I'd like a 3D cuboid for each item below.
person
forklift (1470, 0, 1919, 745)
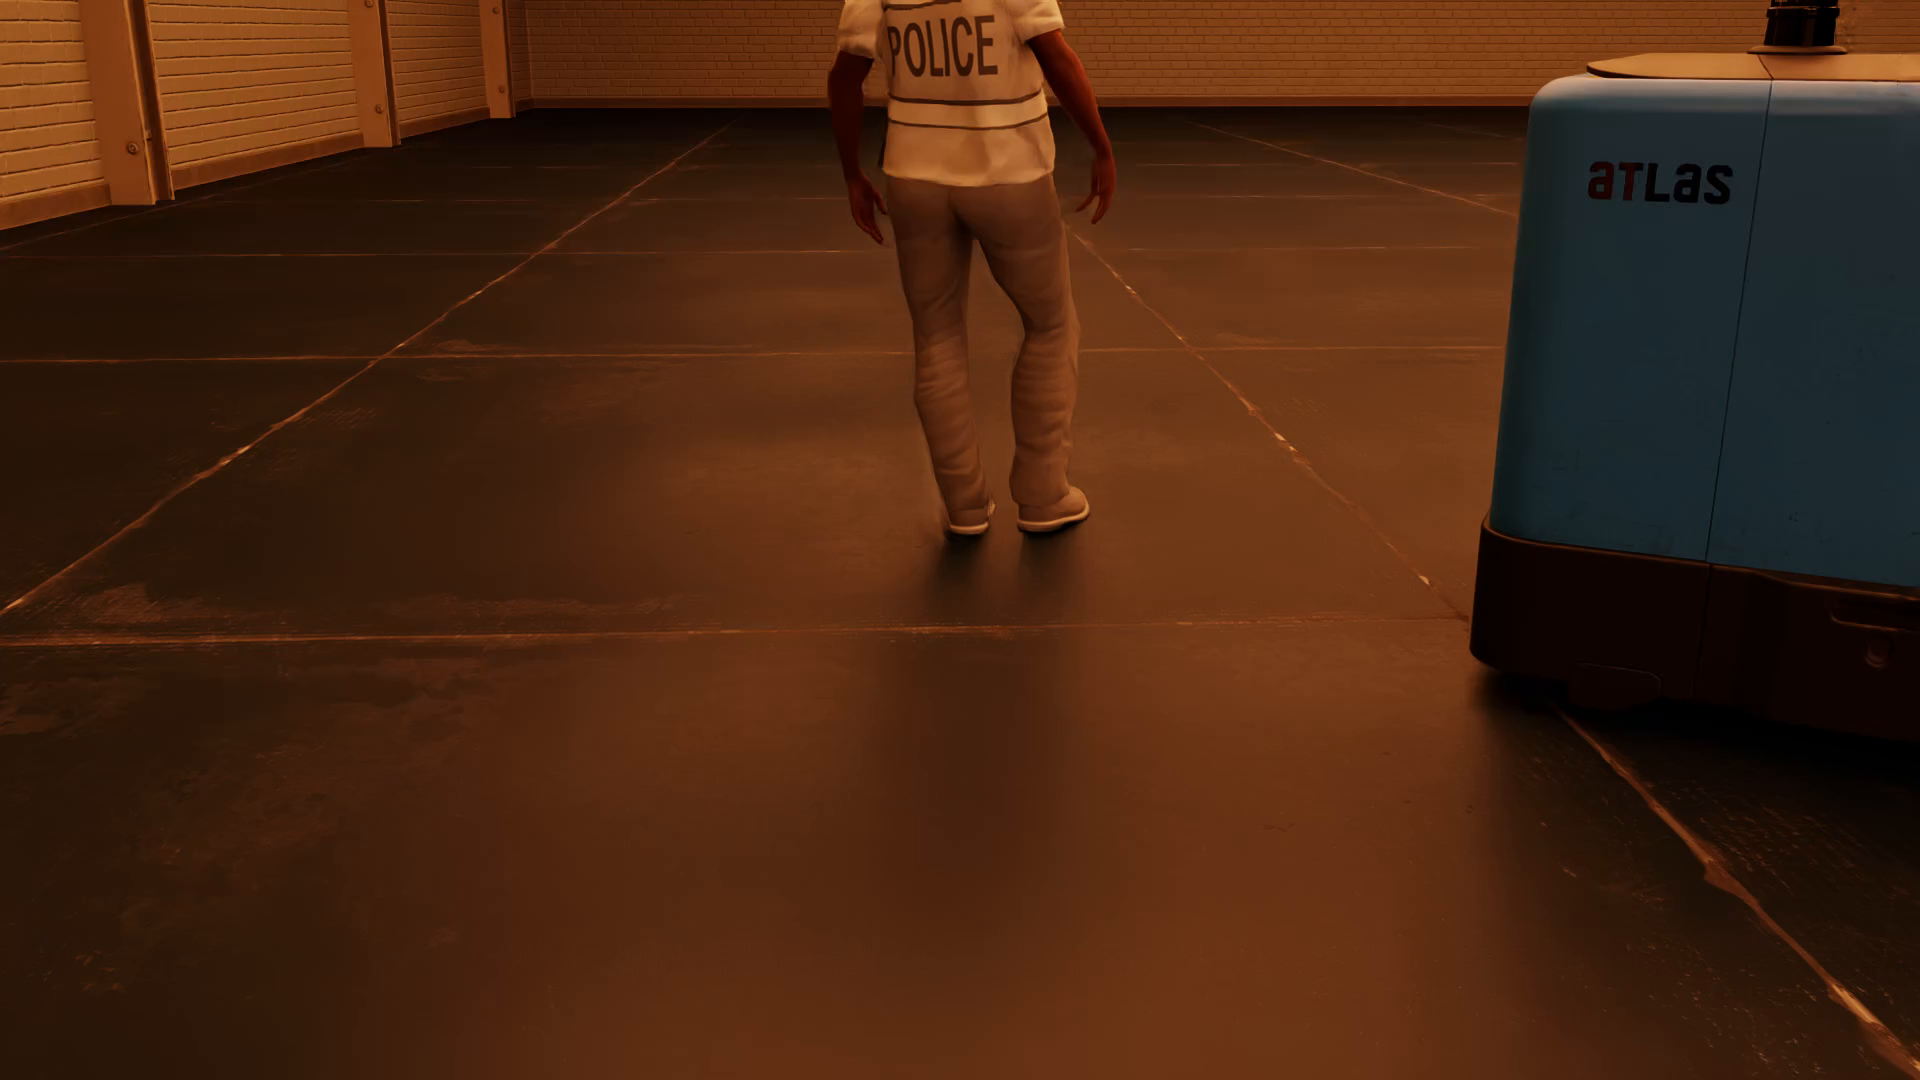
[{"bbox_3d":[0.056,-0.824,3.782,0.621,1.672,0.493,7,18,22],"label":"person"},{"bbox_3d":[2.478,-1.055,2.357,3.031,2.935,1.130,8,19,25],"label":"forklift"}]
